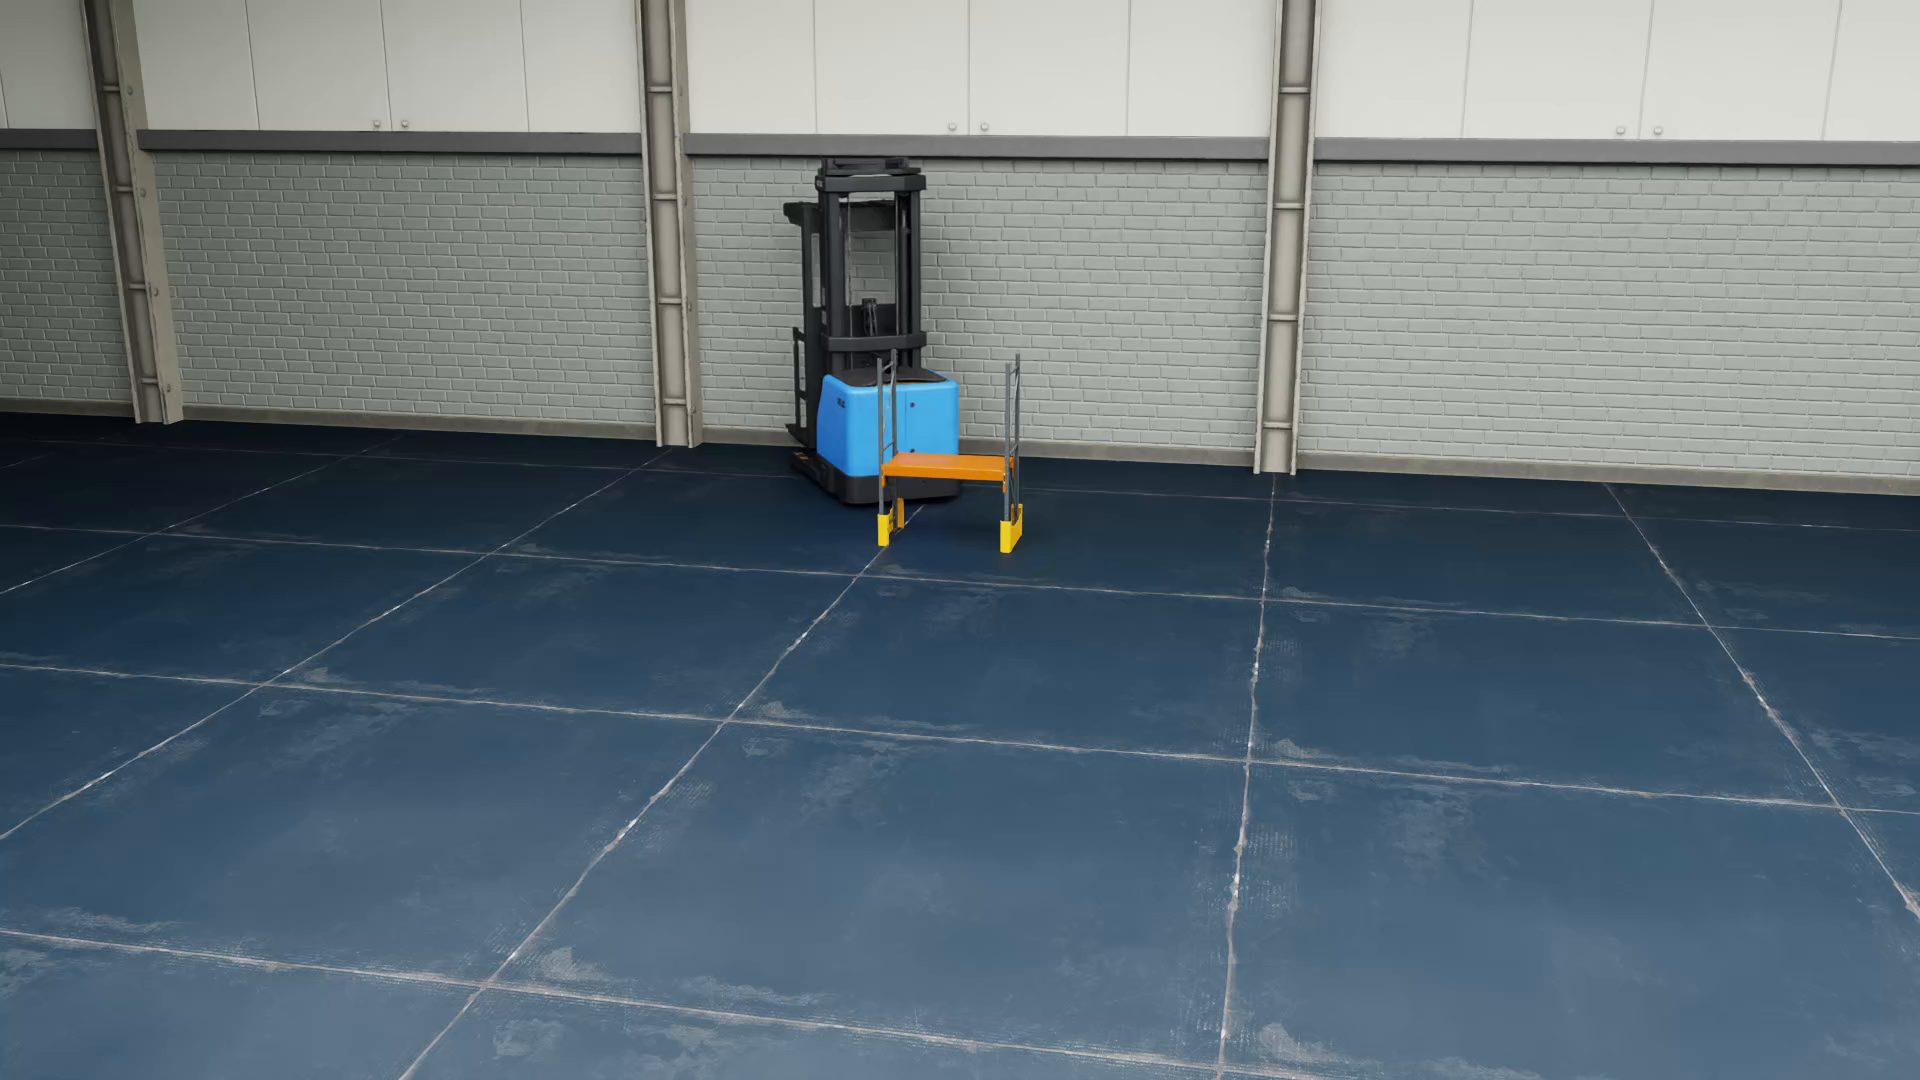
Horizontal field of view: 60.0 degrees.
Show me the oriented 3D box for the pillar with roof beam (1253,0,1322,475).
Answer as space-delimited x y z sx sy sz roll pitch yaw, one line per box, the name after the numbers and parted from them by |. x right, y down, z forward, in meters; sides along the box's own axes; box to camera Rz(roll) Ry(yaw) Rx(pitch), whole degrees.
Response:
2.153 -3.876 10.627 0.400 9.000 9.100 3 16 11 | pillar with roof beam

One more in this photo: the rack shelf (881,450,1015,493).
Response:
-0.084 -0.554 13.356 1.000 0.185 0.538 3 16 11 | rack shelf

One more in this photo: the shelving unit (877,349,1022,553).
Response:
-0.075 -0.727 13.306 1.083 1.500 0.587 3 16 11 | shelving unit

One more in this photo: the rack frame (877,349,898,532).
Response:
-0.582 -0.754 13.406 0.032 1.500 0.500 3 16 11 | rack frame

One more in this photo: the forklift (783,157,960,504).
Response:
-0.984 -2.073 15.487 1.130 2.935 3.031 -6 16 -19 | forklift

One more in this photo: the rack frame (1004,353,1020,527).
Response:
0.415 -0.700 13.211 0.032 1.500 0.500 3 16 11 | rack frame

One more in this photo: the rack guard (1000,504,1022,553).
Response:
0.413 -0.098 13.378 0.087 0.250 0.587 3 16 11 | rack guard

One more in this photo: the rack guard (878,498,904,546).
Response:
-0.563 -0.151 13.569 0.087 0.250 0.587 3 16 11 | rack guard

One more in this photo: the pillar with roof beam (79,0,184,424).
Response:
-9.607 -4.514 12.931 0.400 9.000 9.100 3 16 11 | pillar with roof beam

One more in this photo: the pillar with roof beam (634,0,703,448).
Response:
-3.727 -4.195 11.779 0.400 9.000 9.100 3 16 11 | pillar with roof beam
